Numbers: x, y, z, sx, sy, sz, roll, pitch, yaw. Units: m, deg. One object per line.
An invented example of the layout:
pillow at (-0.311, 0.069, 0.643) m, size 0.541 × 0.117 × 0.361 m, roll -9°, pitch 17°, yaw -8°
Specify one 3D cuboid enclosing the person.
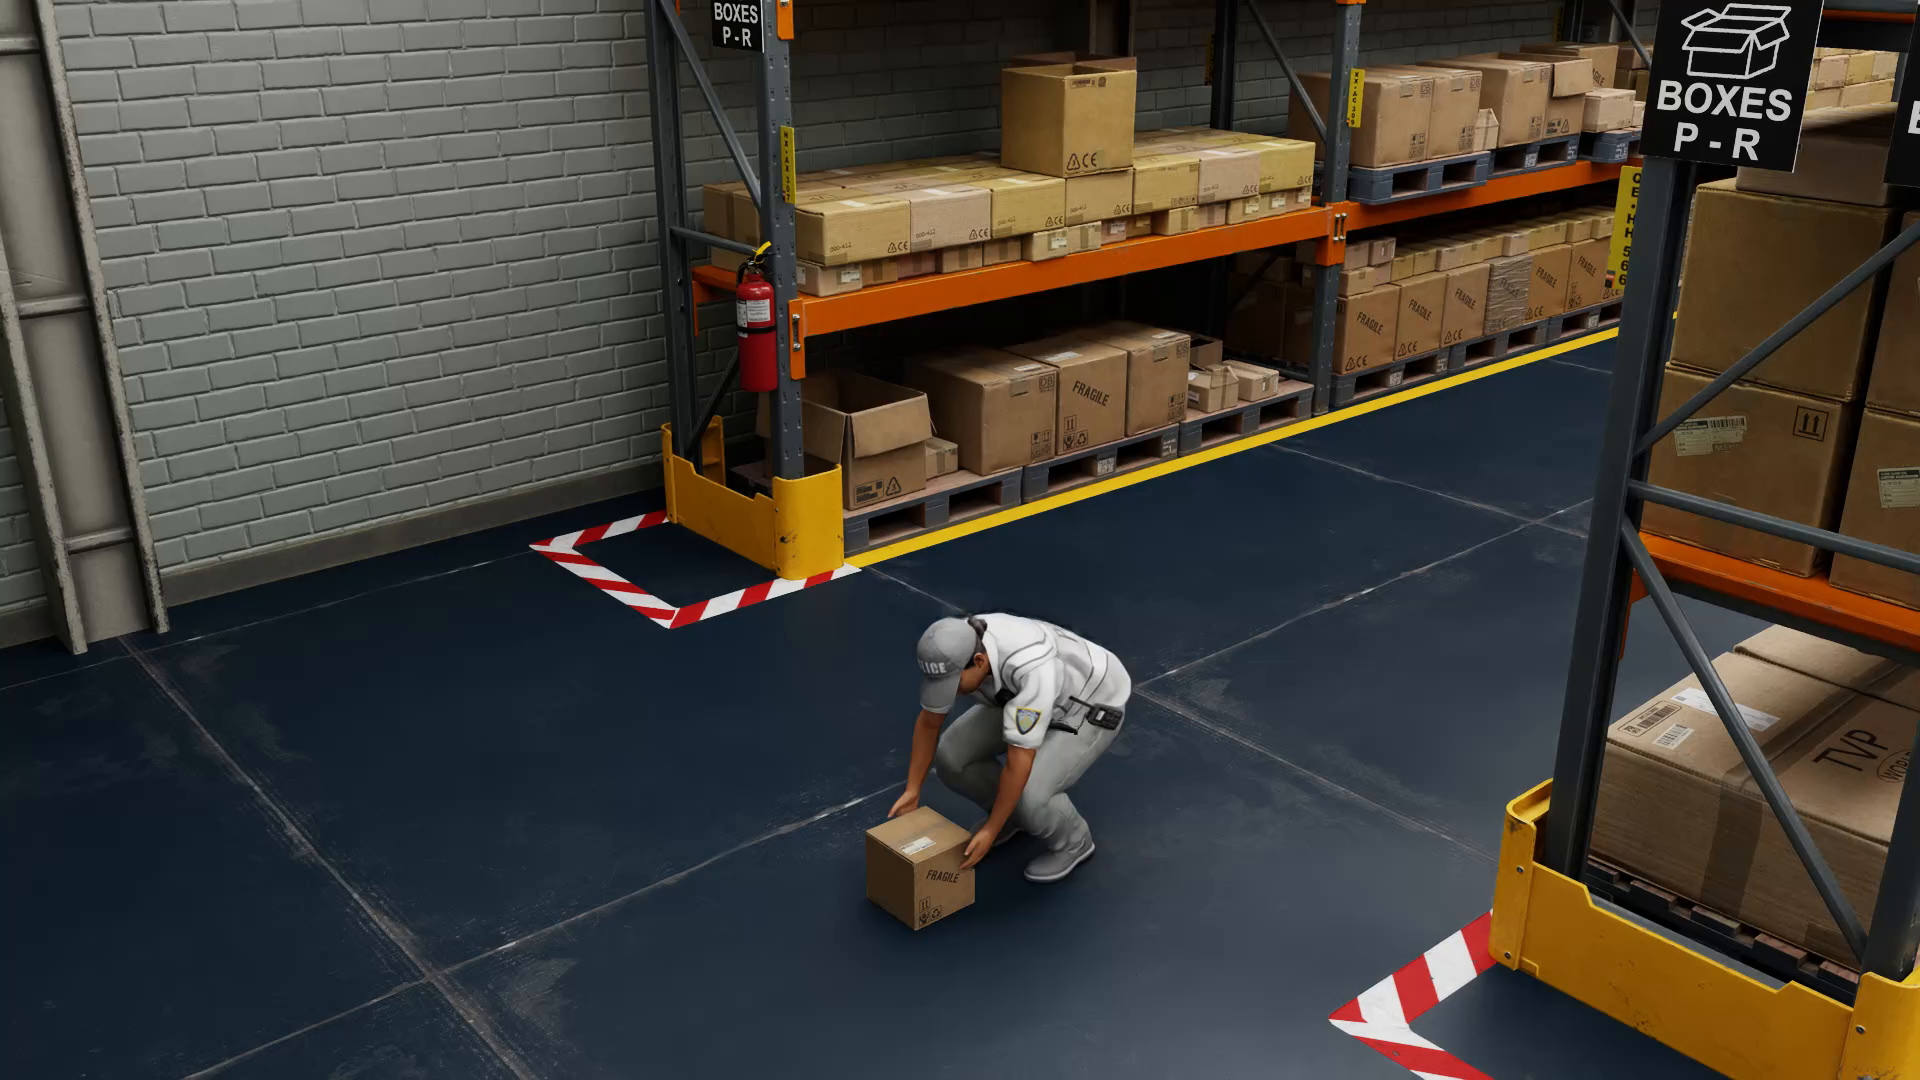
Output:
person at (0.181, 0.622, 5.411) m, size 0.847 × 0.992 × 0.527 m, roll -17°, pitch 27°, yaw -38°
